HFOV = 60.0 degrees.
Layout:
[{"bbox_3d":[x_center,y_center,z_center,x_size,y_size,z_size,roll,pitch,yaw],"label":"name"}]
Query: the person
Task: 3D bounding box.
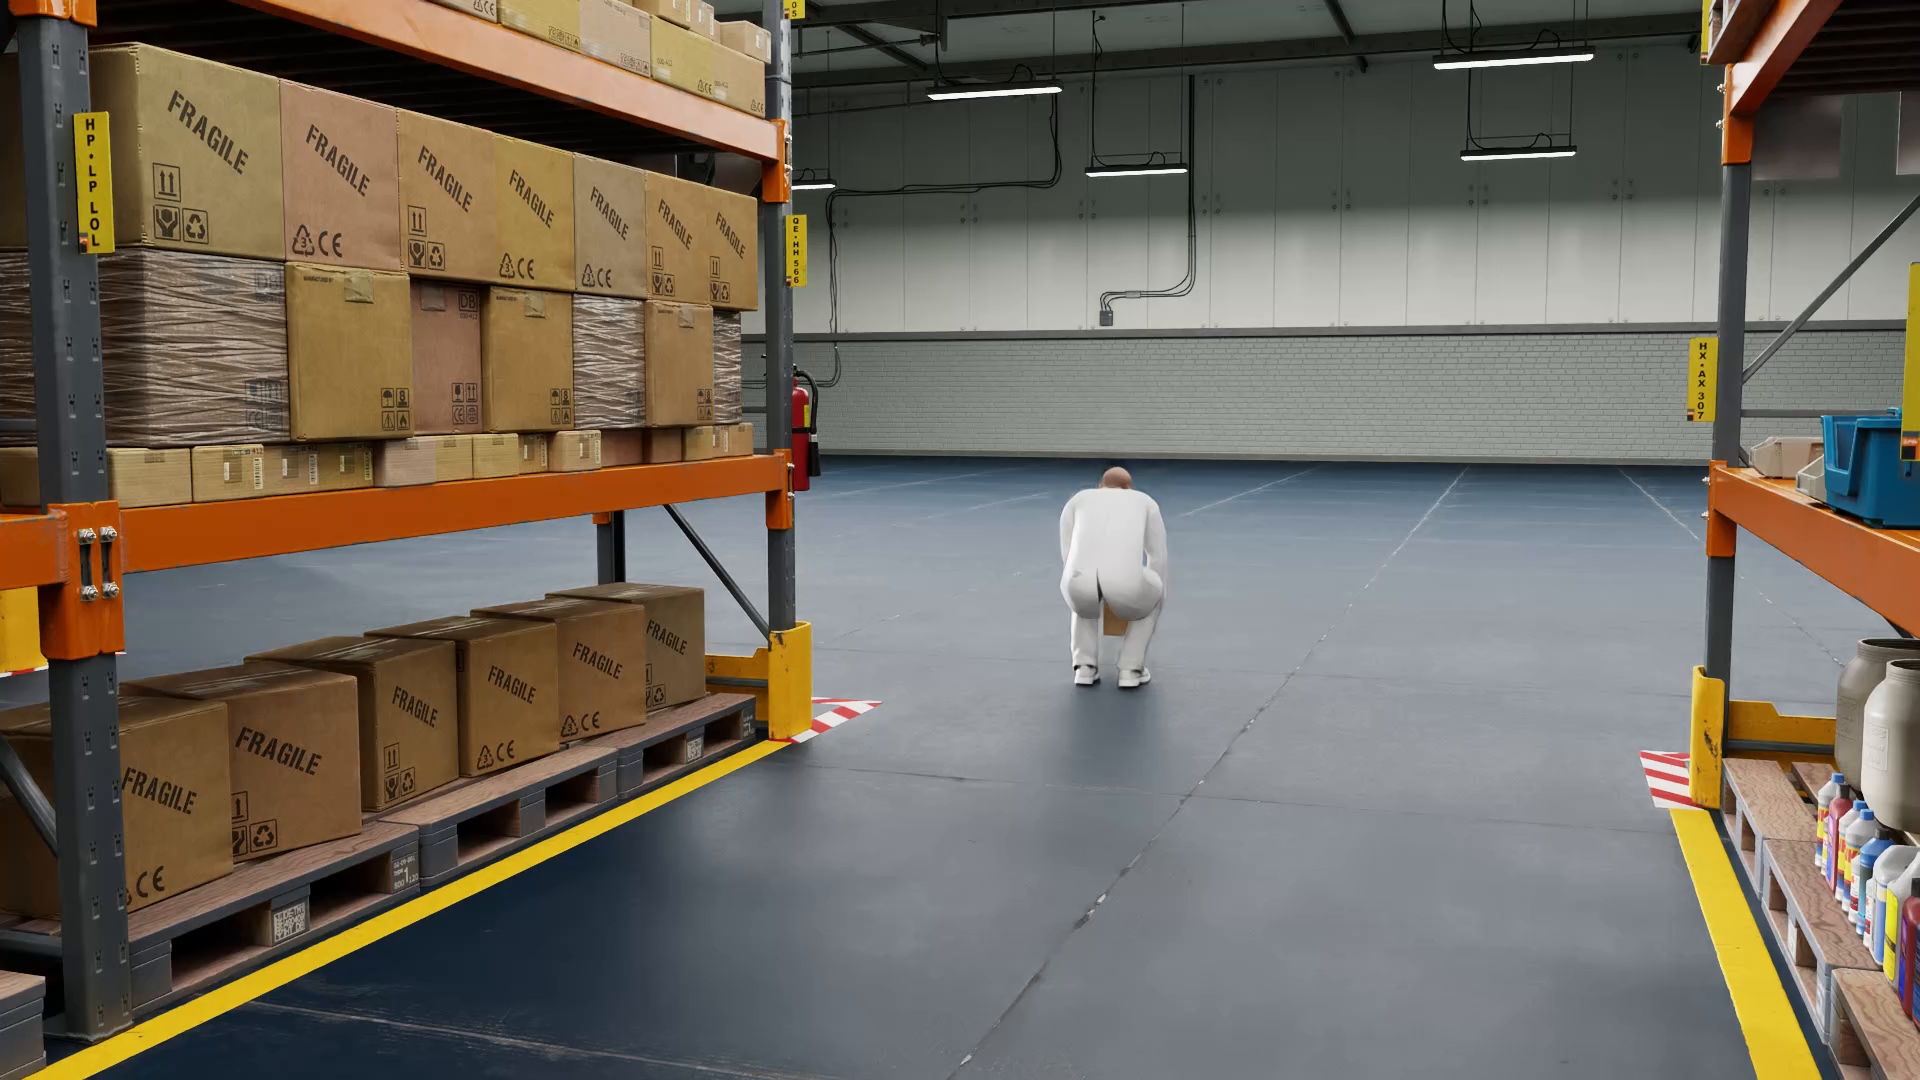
[{"bbox_3d":[0.824,0.202,9.190,0.625,1.154,0.836,2,5,18],"label":"person"}]
